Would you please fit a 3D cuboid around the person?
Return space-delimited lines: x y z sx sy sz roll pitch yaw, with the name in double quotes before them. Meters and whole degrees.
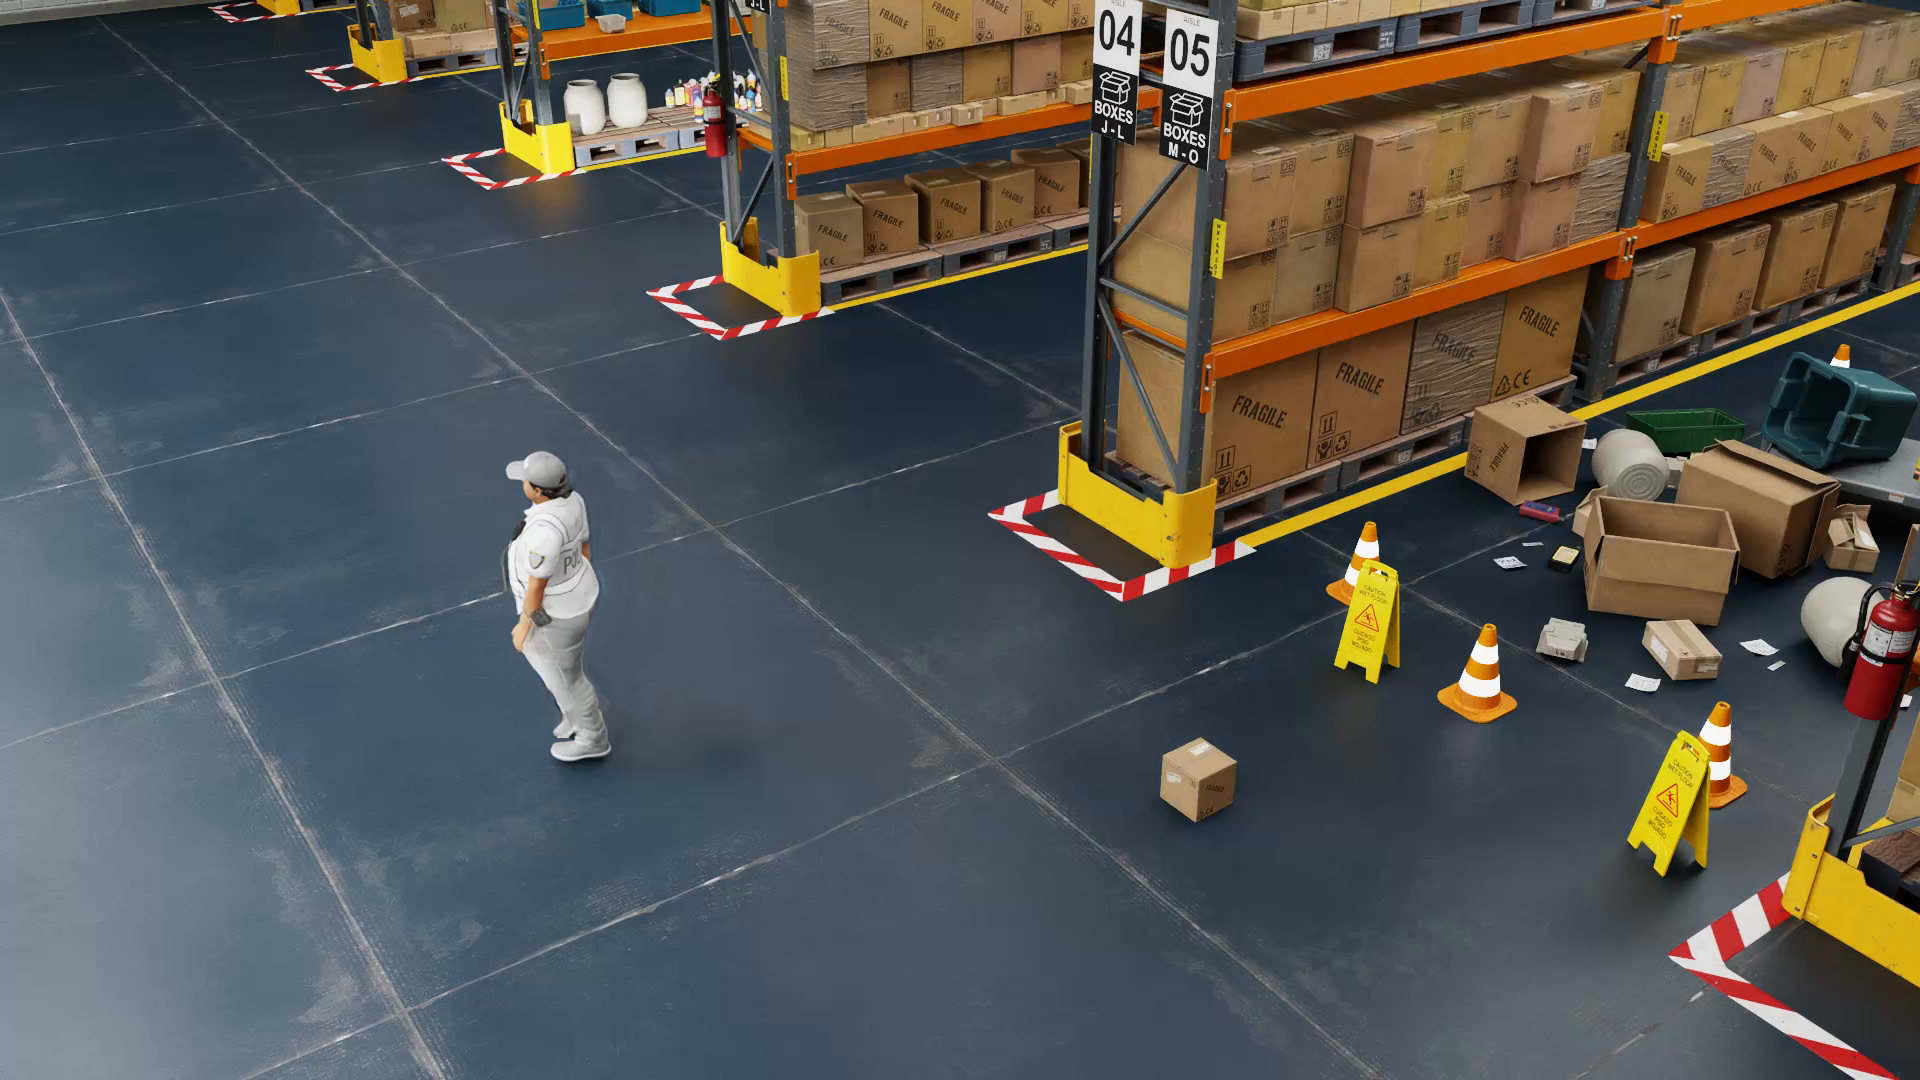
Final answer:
"person" -1.970 0.346 7.995 0.462 1.707 0.476 1 29 2
